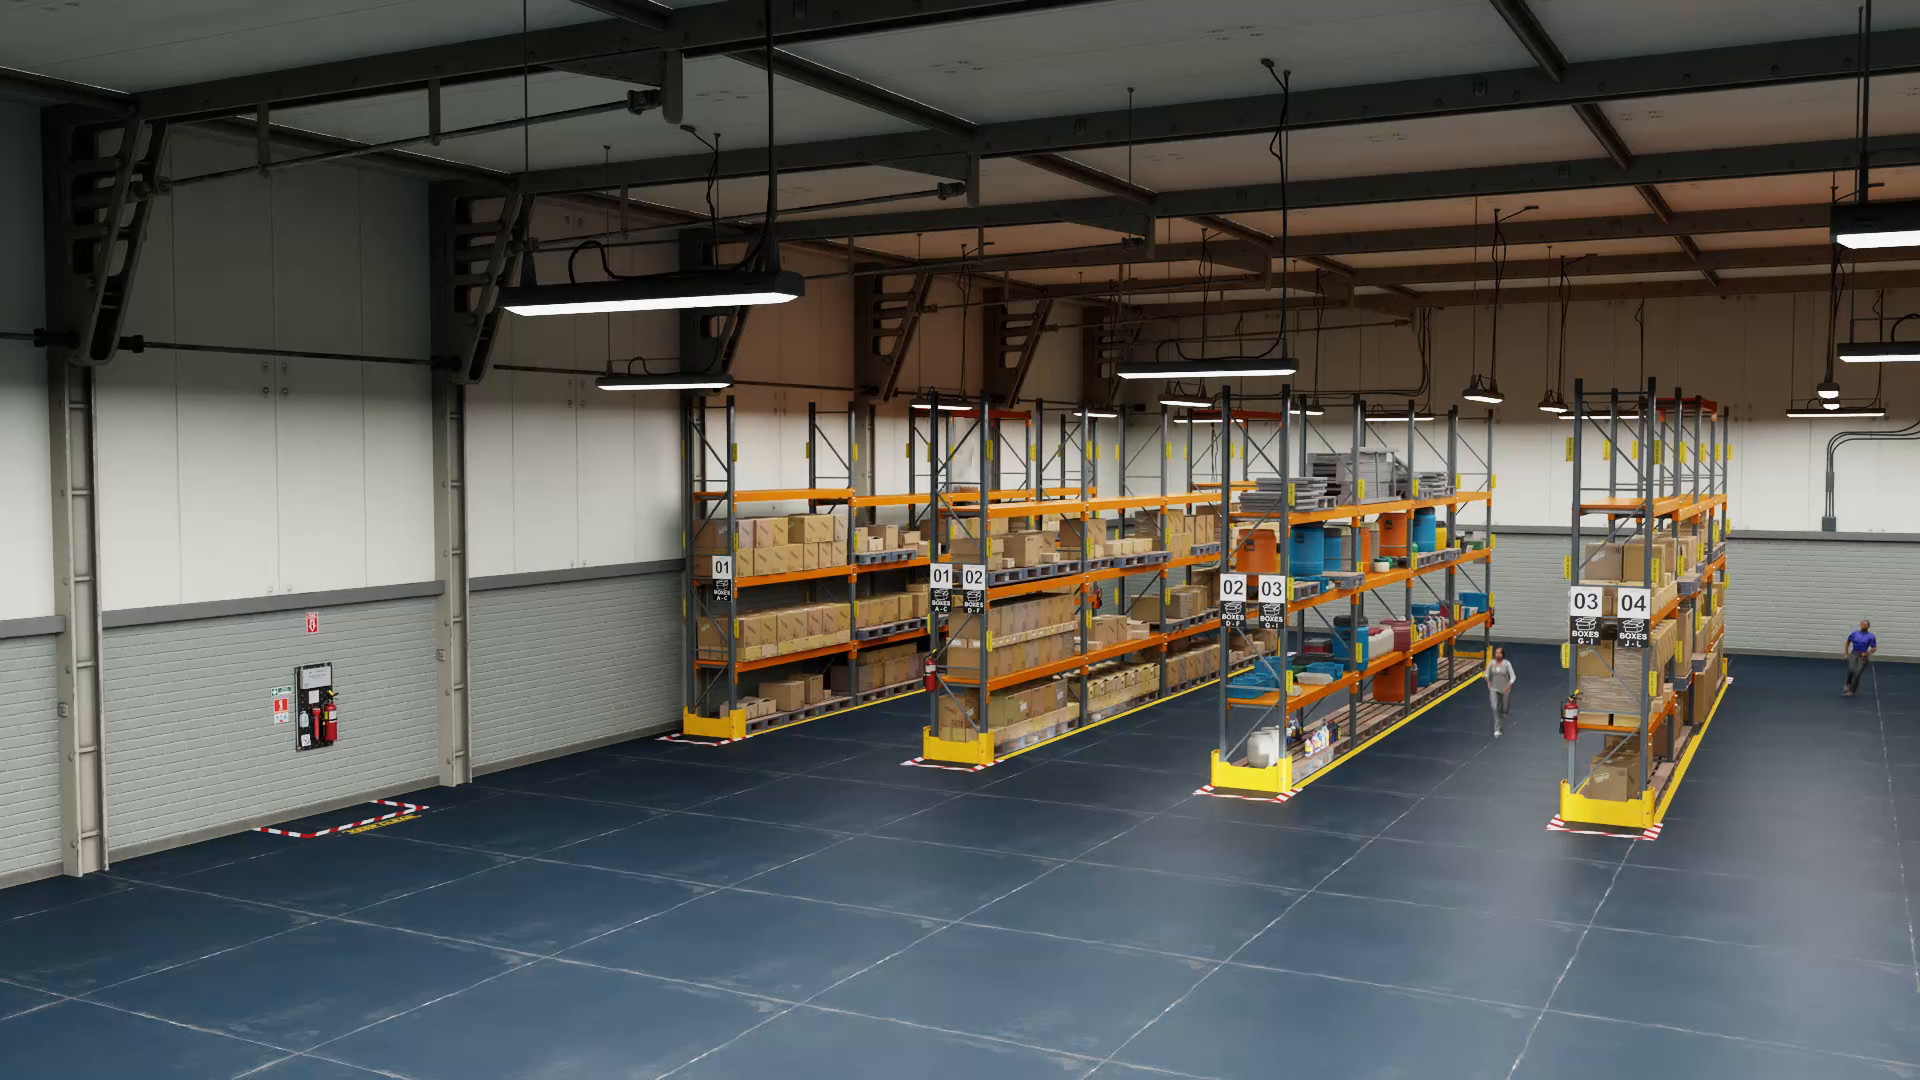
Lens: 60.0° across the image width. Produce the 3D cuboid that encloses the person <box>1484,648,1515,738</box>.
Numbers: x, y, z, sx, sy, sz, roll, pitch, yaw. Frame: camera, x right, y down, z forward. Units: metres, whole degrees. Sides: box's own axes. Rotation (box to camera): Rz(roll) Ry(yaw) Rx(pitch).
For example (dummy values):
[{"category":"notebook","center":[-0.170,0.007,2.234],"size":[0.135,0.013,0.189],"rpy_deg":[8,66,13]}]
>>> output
[{"category":"person","center":[9.580,2.690,29.538],"size":[0.530,1.571,0.853],"rpy_deg":[1,3,19]}]

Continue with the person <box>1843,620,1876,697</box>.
[{"category":"person","center":[18.348,2.419,33.932],"size":[0.598,1.584,0.548],"rpy_deg":[2,4,35]}]
